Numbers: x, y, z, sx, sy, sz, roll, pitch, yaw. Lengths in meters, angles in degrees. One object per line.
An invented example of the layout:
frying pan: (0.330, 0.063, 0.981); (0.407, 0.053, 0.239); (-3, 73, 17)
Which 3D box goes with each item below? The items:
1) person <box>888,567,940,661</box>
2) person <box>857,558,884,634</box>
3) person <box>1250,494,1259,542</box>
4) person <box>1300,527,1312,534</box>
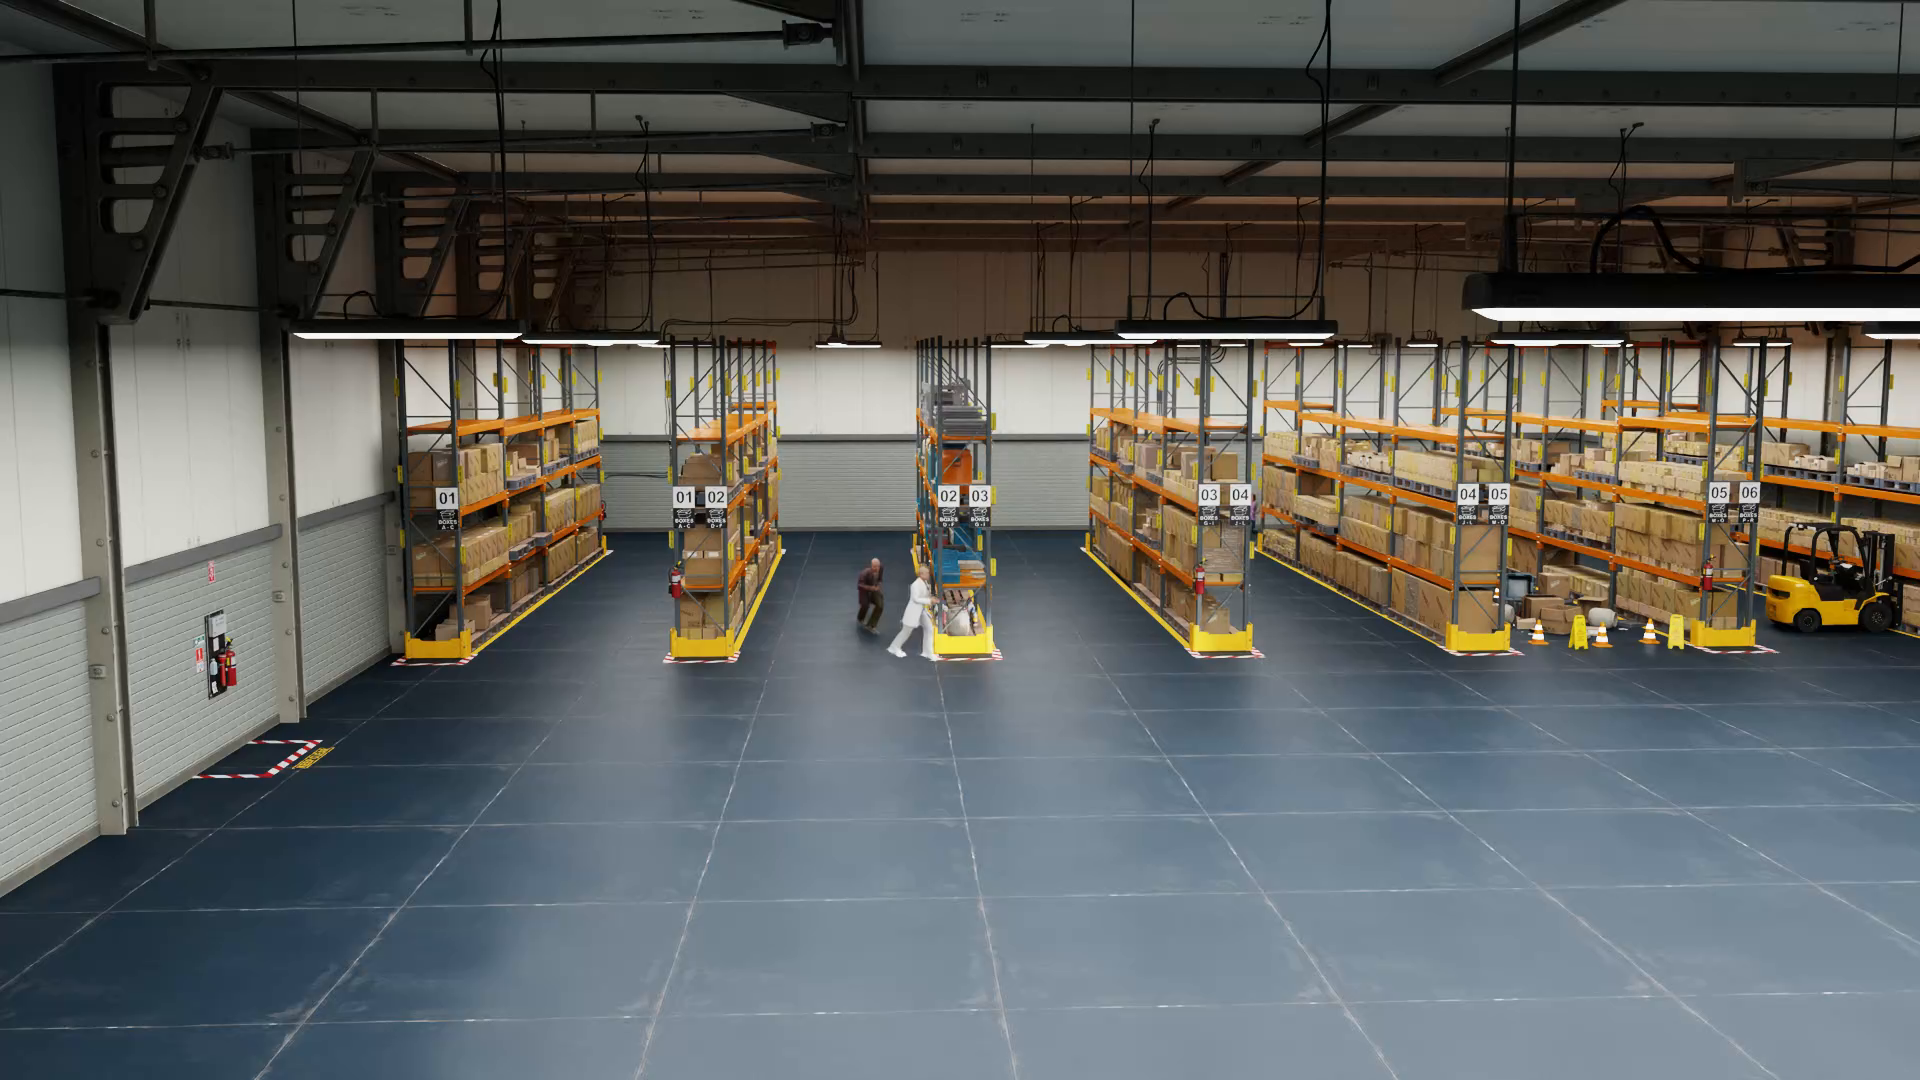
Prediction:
person: (-0.836, 1.358, 30.790); (1.067, 1.763, 0.698); (3, 7, 25)
person: (-1.905, 1.106, 34.031); (0.708, 1.574, 1.201); (-4, 7, -30)
person: (8.616, -0.598, 49.052); (0.755, 1.568, 0.559); (-6, 9, -44)
person: (10.123, -0.616, 48.677); (0.519, 1.642, 0.615); (2, 7, 14)
